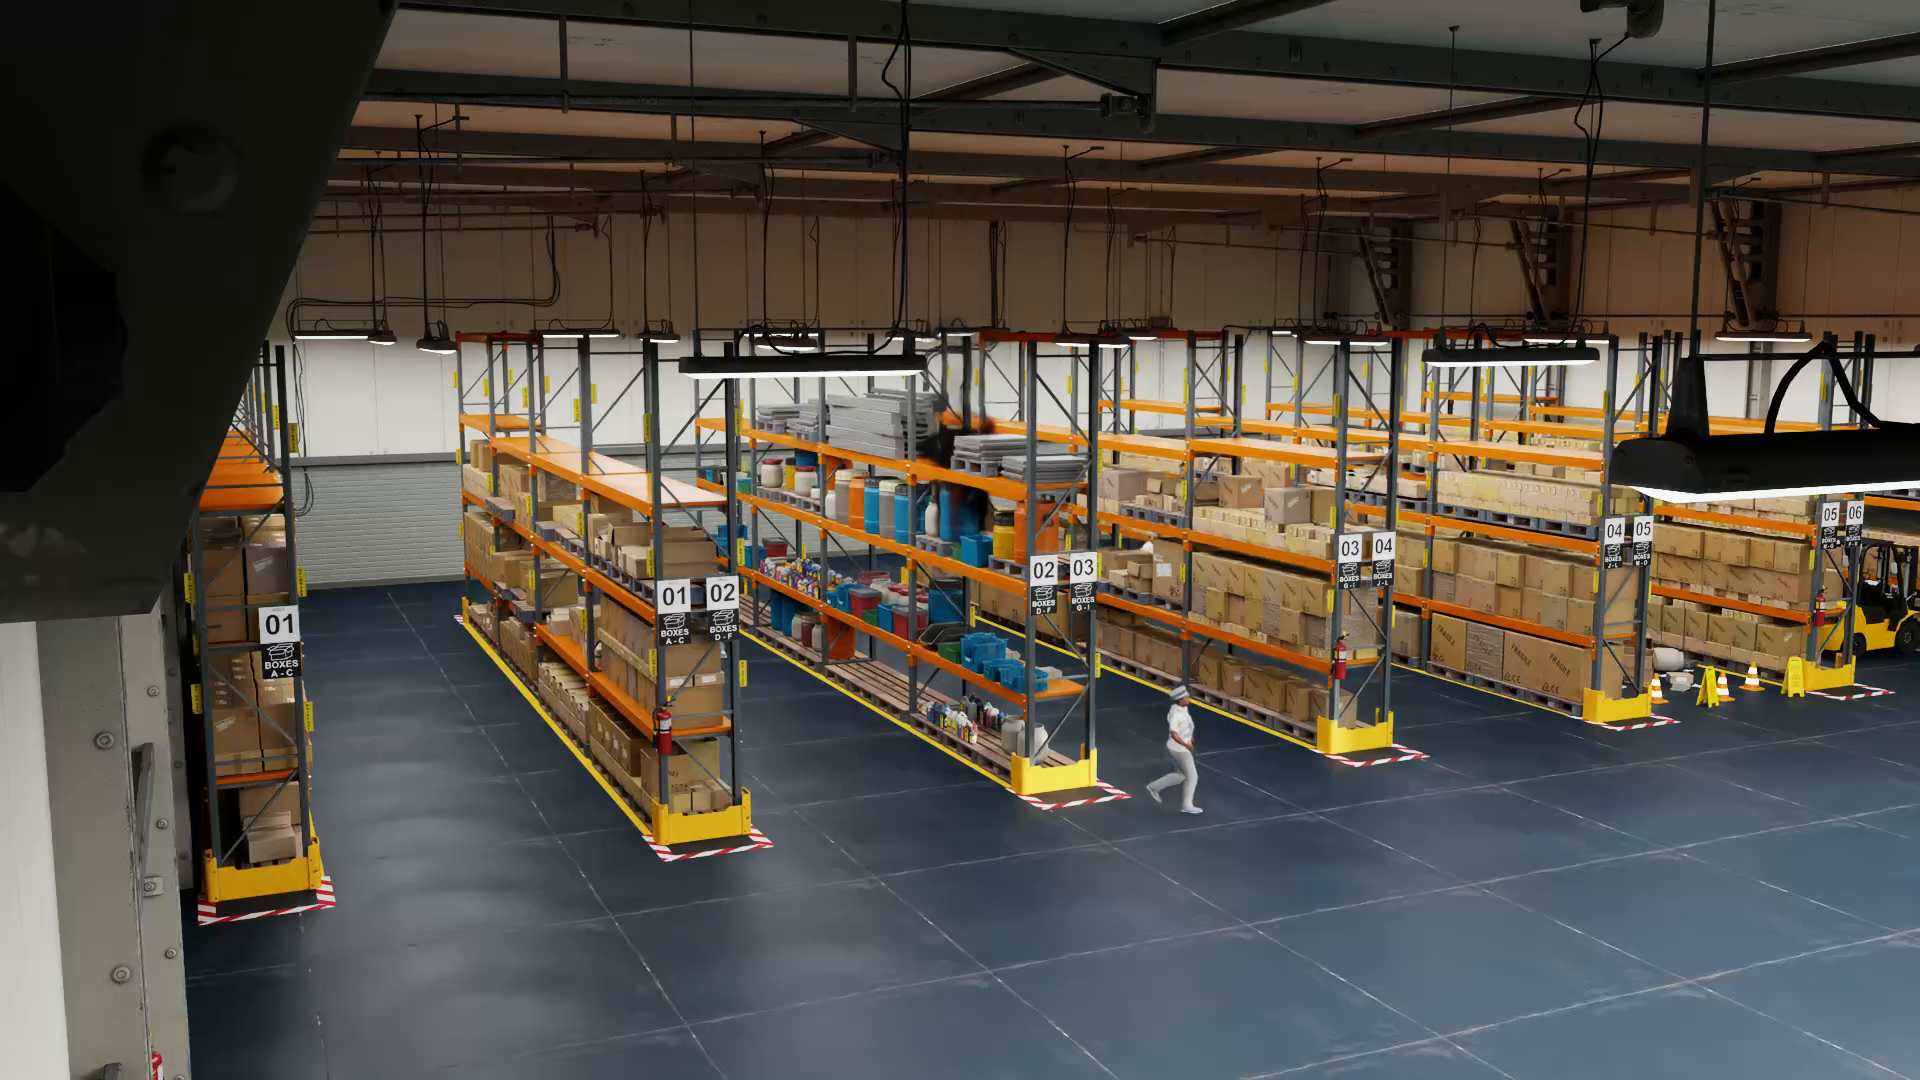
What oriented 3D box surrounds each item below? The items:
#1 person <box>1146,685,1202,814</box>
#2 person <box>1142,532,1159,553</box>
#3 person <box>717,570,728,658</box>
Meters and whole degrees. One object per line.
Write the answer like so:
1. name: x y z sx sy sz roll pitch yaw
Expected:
1. person: 2.742 2.666 21.158 0.725 1.679 0.591 0 8 1
2. person: 4.160 0.638 36.056 0.604 1.686 0.893 -4 9 -28
3. person: -4.458 1.344 31.018 0.537 1.585 0.892 -3 8 -23
